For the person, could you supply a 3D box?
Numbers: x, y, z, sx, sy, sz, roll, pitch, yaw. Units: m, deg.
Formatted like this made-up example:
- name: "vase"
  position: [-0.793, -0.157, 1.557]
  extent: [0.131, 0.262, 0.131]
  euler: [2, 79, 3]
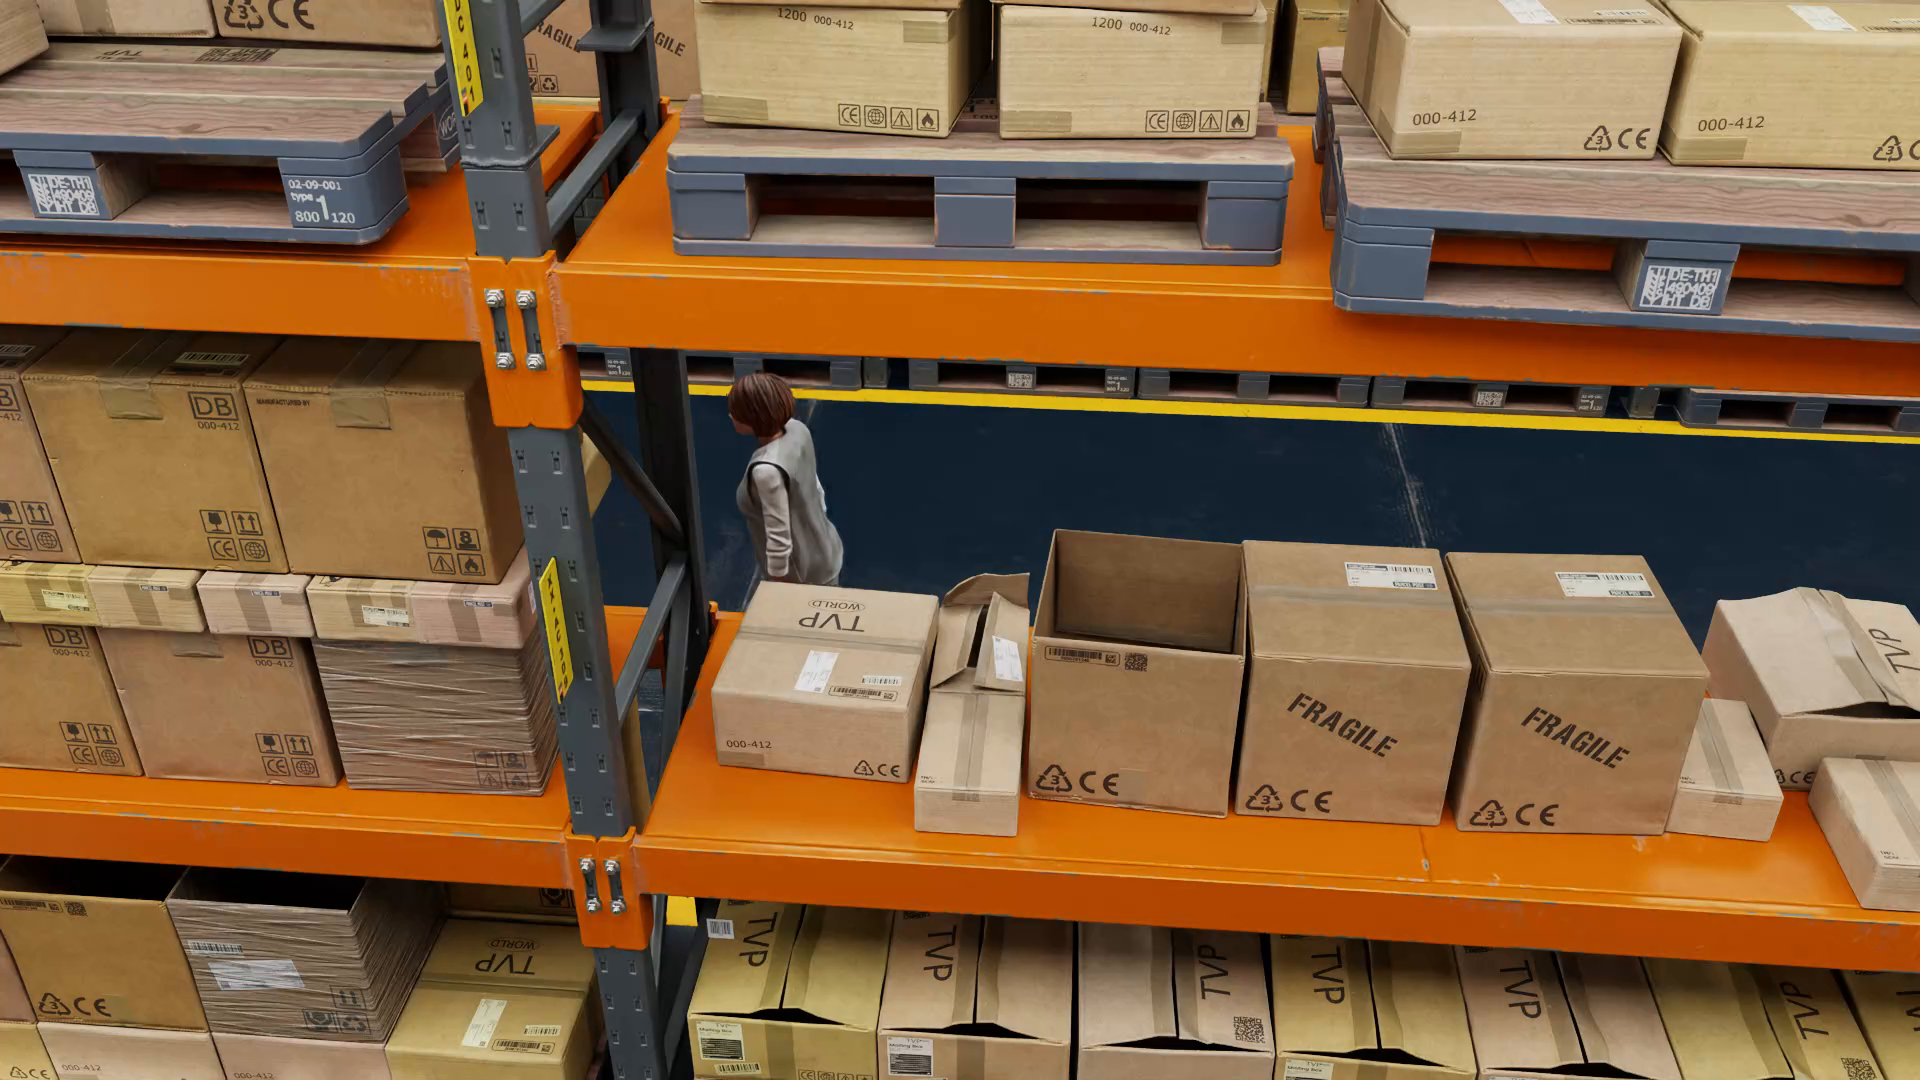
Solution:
- name: "person"
  position: [-0.565, 0.106, 6.014]
  extent: [1.020, 1.533, 0.419]
  euler: [2, 32, 3]
